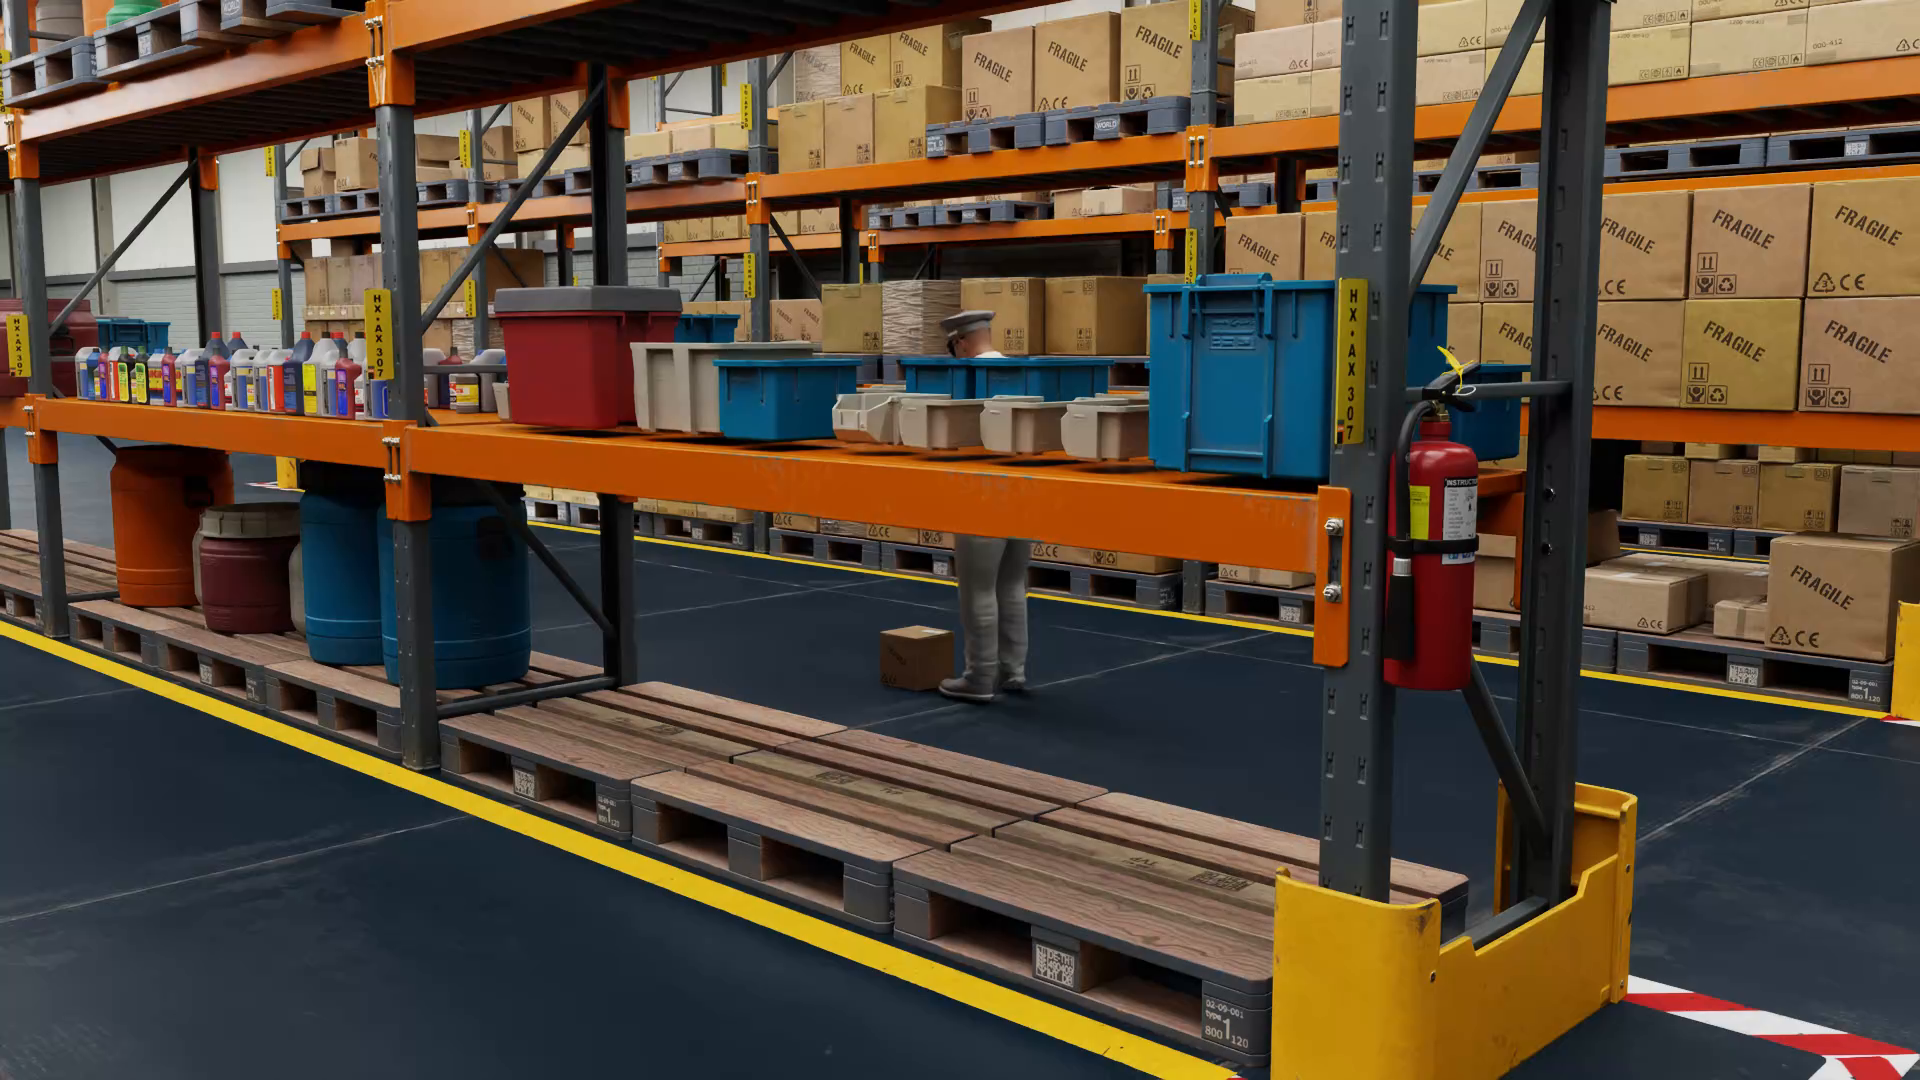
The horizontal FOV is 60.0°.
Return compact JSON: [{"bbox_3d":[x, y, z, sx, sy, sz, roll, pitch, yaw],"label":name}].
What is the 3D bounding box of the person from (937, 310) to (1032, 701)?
[{"bbox_3d":[0.112,-0.120,7.512,0.564,1.820,0.582,6,9,43],"label":"person"}]
